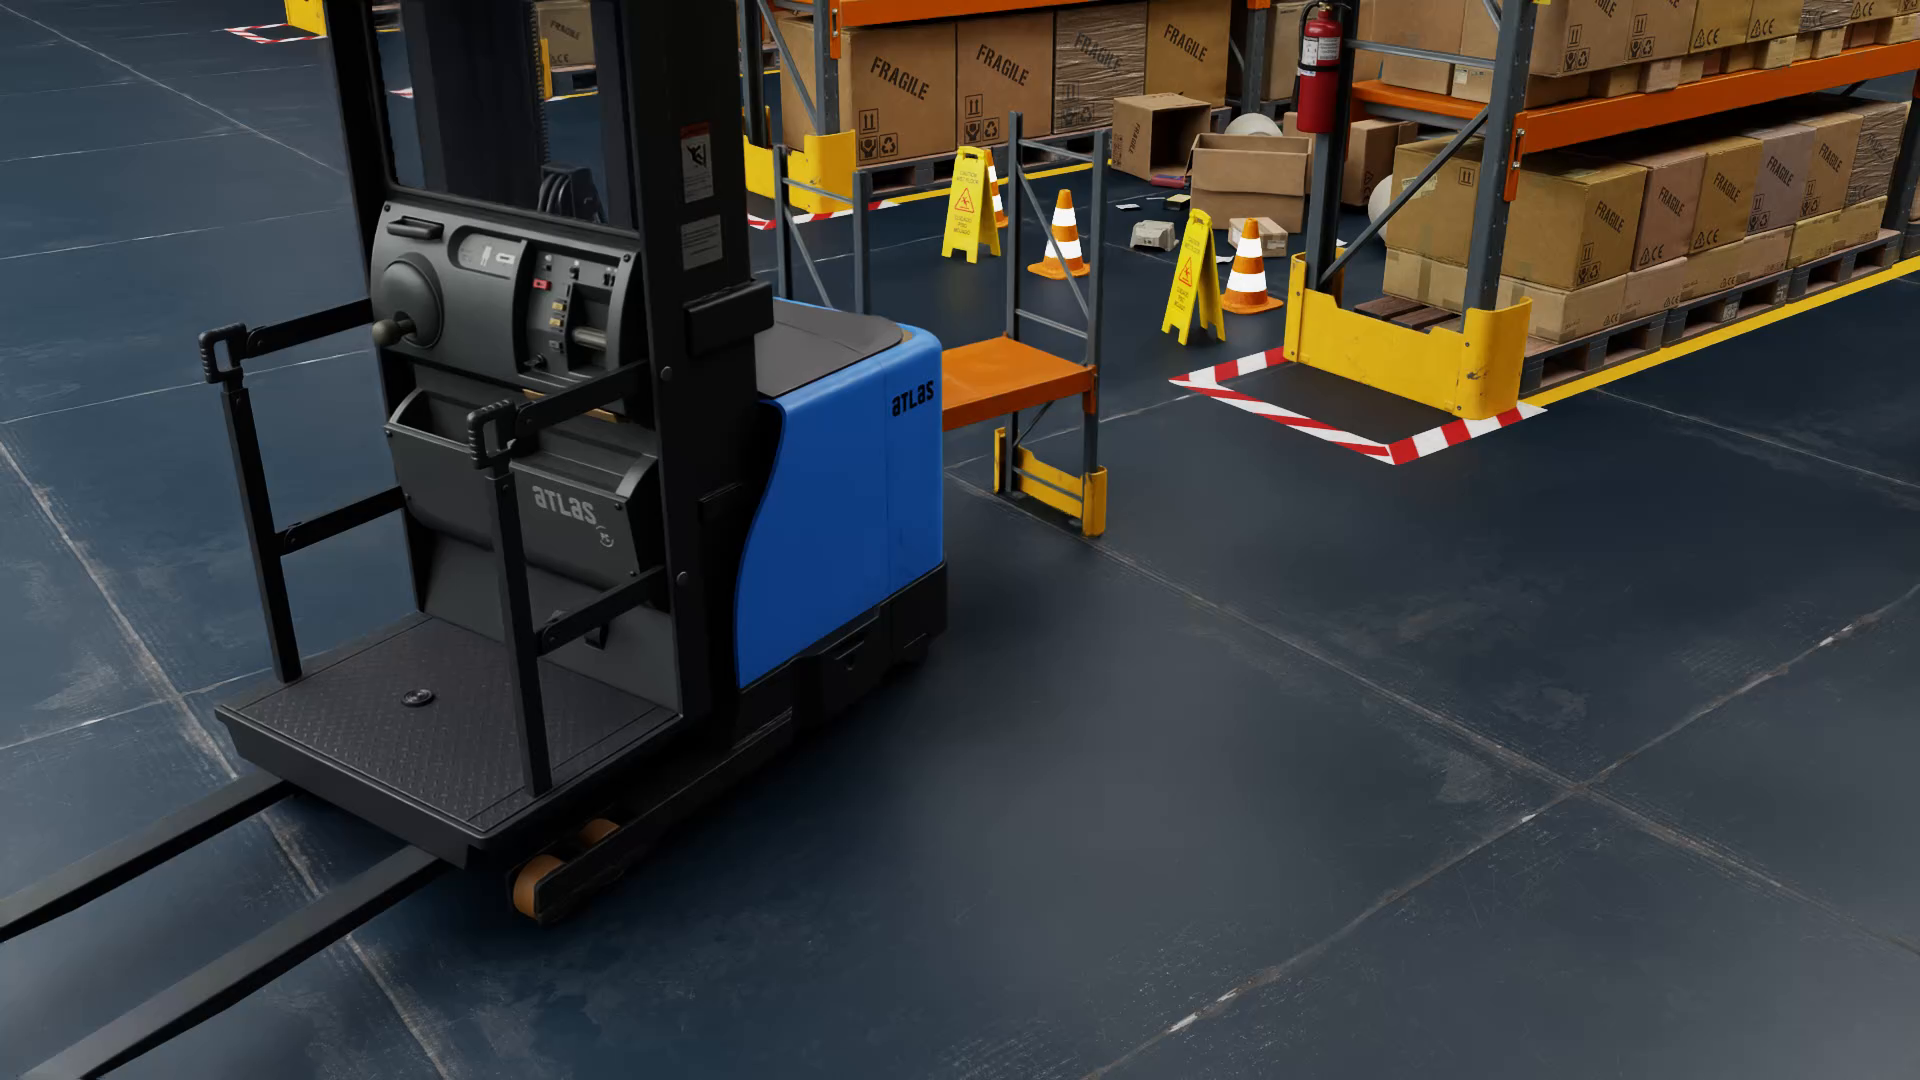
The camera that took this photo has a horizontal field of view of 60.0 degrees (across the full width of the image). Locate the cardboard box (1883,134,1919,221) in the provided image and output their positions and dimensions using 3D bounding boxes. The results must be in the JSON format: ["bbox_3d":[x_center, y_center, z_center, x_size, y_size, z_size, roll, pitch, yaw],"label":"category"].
[{"bbox_3d":[5.562,-2.275,10.211,0.625,0.372,0.950,-18,30,-33],"label":"cardboard box"}]

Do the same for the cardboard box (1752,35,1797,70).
[{"bbox_3d":[3.889,-2.440,8.244,0.250,0.149,0.380,-18,30,-34],"label":"cardboard box"}]

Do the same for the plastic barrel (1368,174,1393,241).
[{"bbox_3d":[2.694,-1.970,9.991,0.421,0.421,0.512,1,25,2],"label":"plastic barrel"}]

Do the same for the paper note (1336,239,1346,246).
[{"bbox_3d":[2.280,-1.824,10.158,0.142,0.019,0.148,-8,26,-16],"label":"paper note"}]

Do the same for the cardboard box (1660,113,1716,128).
[{"bbox_3d":[3.697,-2.082,9.049,0.500,0.500,0.500,-16,30,-31],"label":"cardboard box"}]

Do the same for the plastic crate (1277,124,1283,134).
[{"bbox_3d":[2.688,-3.024,12.475,0.662,0.188,0.450,-3,15,-7],"label":"plastic crate"}]

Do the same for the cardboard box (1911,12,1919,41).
[{"bbox_3d":[5.086,-2.841,9.106,0.250,0.149,0.380,-19,31,-35],"label":"cardboard box"}]

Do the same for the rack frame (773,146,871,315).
[{"bbox_3d":[-0.451,-0.536,5.623,0.032,1.500,0.500,-18,31,-34],"label":"rack frame"}]

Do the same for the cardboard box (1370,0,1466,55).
[{"bbox_3d":[2.260,-2.513,7.629,0.500,0.500,0.500,-19,31,-35],"label":"cardboard box"}]

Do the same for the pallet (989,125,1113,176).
[{"bbox_3d":[0.409,-2.998,12.458,1.213,0.211,1.003,-18,31,-34],"label":"pallet"}]

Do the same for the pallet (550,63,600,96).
[{"bbox_3d":[-3.391,-4.337,15.345,1.213,0.211,1.003,-18,31,-34],"label":"pallet"}]

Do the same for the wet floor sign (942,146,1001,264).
[{"bbox_3d":[0.068,-1.982,9.755,0.267,0.644,0.232,21,32,37],"label":"wet floor sign"}]

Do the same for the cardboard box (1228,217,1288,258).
[{"bbox_3d":[1.788,-1.817,9.987,0.250,0.149,0.380,-3,25,-7],"label":"cardboard box"}]

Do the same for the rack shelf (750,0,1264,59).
[{"bbox_3d":[0.443,-3.907,11.960,4.000,0.370,1.077,-18,31,-34],"label":"rack shelf"}]

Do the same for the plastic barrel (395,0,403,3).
[{"bbox_3d":[-6.303,-6.412,18.960,0.421,0.512,0.421,0,25,0],"label":"plastic barrel"}]

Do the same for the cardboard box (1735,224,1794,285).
[{"bbox_3d":[4.036,-1.568,8.832,0.500,0.250,0.500,-18,30,-33],"label":"cardboard box"}]

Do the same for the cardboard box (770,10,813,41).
[{"bbox_3d":[-1.750,-5.237,16.441,0.500,0.500,0.500,-9,26,-18],"label":"cardboard box"}]

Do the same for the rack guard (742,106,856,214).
[{"bbox_3d":[-1.150,-2.574,11.202,0.348,0.500,1.175,-18,31,-34],"label":"rack guard"}]

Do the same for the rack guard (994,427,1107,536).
[{"bbox_3d":[0.345,-0.234,6.458,0.087,0.250,0.587,-18,31,-34],"label":"rack guard"}]

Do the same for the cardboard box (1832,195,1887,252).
[{"bbox_3d":[4.851,-1.840,9.419,0.500,0.250,0.500,-17,30,-32],"label":"cardboard box"}]

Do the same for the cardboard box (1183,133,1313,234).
[{"bbox_3d":[1.823,-2.263,10.528,0.797,0.503,0.637,5,25,11],"label":"cardboard box"}]

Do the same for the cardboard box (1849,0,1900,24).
[{"bbox_3d":[4.554,-2.986,8.648,0.500,0.500,0.500,-17,30,-32],"label":"cardboard box"}]

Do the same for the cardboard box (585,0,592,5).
[{"bbox_3d":[-3.161,-4.763,15.420,0.500,0.500,0.500,-10,27,-21],"label":"cardboard box"}]

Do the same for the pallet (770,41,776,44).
[{"bbox_3d":[-1.471,-4.971,16.711,1.213,0.211,1.003,-18,31,-34],"label":"pallet"}]

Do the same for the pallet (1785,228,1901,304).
[{"bbox_3d":[4.644,-1.688,9.637,1.213,0.211,1.003,-18,31,-34],"label":"pallet"}]

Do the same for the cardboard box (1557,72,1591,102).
[{"bbox_3d":[2.588,-2.076,7.459,0.250,0.149,0.380,-18,30,-33],"label":"cardboard box"}]

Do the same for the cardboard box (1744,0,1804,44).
[{"bbox_3d":[3.748,-2.715,8.064,0.500,0.500,0.500,-19,31,-35],"label":"cardboard box"}]

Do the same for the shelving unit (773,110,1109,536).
[{"bbox_3d":[-0.046,-0.671,5.914,1.083,1.500,0.587,-18,31,-34],"label":"shelving unit"}]

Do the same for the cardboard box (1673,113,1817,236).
[{"bbox_3d":[4.051,-1.914,8.689,0.500,0.500,0.500,-16,30,-31],"label":"cardboard box"}]

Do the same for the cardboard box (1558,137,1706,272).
[{"bbox_3d":[3.236,-1.645,8.108,0.500,0.500,0.500,-20,31,-36],"label":"cardboard box"}]

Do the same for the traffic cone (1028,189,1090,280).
[{"bbox_3d":[0.593,-1.768,9.510,0.334,0.463,0.336,-18,31,-34],"label":"traffic cone"}]

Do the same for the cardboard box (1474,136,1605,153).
[{"bbox_3d":[2.881,-1.815,8.474,0.500,0.500,0.500,-17,30,-32],"label":"cardboard box"}]

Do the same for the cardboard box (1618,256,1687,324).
[{"bbox_3d":[3.215,-1.291,8.237,0.500,0.250,0.500,-17,30,-32],"label":"cardboard box"}]

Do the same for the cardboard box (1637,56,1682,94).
[{"bbox_3d":[3.075,-2.169,7.659,0.250,0.149,0.380,-18,30,-33],"label":"cardboard box"}]

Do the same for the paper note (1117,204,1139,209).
[{"bbox_3d":[1.118,-2.200,10.957,0.142,0.017,0.144,-8,26,-16],"label":"paper note"}]

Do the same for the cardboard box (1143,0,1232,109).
[{"bbox_3d":[1.479,-3.839,12.985,0.875,0.875,0.875,-18,30,-33],"label":"cardboard box"}]

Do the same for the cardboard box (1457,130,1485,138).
[{"bbox_3d":[2.720,-2.090,8.296,0.250,0.149,0.380,-17,30,-33],"label":"cardboard box"}]

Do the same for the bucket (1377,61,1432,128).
[{"bbox_3d":[3.332,-3.158,11.575,0.620,0.611,0.726,2,23,-21],"label":"bucket"}]

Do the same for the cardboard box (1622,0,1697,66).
[{"bbox_3d":[2.953,-2.447,7.488,0.500,0.500,0.500,-17,30,-33],"label":"cardboard box"}]

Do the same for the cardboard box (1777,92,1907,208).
[{"bbox_3d":[4.851,-2.180,9.261,0.500,0.500,0.500,-19,31,-35],"label":"cardboard box"}]

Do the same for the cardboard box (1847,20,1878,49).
[{"bbox_3d":[4.640,-2.732,8.872,0.250,0.149,0.380,-18,30,-34],"label":"cardboard box"}]

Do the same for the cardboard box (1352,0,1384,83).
[{"bbox_3d":[3.211,-4.363,14.262,0.750,0.750,1.050,-18,31,-34],"label":"cardboard box"}]

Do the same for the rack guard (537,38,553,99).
[{"bbox_3d":[-4.052,-4.269,14.855,0.348,0.500,1.175,-18,31,-34],"label":"rack guard"}]

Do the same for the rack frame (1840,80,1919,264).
[{"bbox_3d":[5.151,-3.139,9.451,0.127,3.000,1.000,-18,31,-34],"label":"rack frame"}]

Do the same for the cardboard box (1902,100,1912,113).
[{"bbox_3d":[6.672,-2.644,11.006,0.625,0.372,0.950,-17,30,-32],"label":"cardboard box"}]

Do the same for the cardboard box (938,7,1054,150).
[{"bbox_3d":[0.053,-3.368,11.968,0.875,0.875,0.875,-19,31,-35],"label":"cardboard box"}]

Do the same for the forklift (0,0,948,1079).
[{"bbox_3d":[-1.288,-0.597,4.056,1.130,2.935,3.031,16,29,31],"label":"forklift"}]

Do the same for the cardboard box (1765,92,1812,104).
[{"bbox_3d":[4.520,-2.359,9.646,0.500,0.500,0.500,-17,30,-32],"label":"cardboard box"}]

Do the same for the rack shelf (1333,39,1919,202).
[{"bbox_3d":[3.577,-2.293,8.483,4.000,0.370,1.077,-18,31,-34],"label":"rack shelf"}]

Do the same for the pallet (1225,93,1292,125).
[{"bbox_3d":[2.578,-3.713,14.000,1.213,0.211,1.003,-18,31,-34],"label":"pallet"}]

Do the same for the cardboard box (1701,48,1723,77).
[{"bbox_3d":[3.429,-2.336,8.018,0.250,0.149,0.380,-17,30,-32],"label":"cardboard box"}]

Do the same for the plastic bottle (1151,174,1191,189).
[{"bbox_3d":[1.478,-2.481,11.523,0.283,0.061,0.133,15,29,29],"label":"plastic bottle"}]

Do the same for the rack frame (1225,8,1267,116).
[{"bbox_3d":[2.017,-4.753,12.928,0.127,3.000,1.000,-18,31,-34],"label":"rack frame"}]

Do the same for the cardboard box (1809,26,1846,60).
[{"bbox_3d":[4.288,-2.576,8.535,0.250,0.149,0.380,-19,31,-35],"label":"cardboard box"}]

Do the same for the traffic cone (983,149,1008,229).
[{"bbox_3d":[0.163,-2.231,10.507,0.334,0.463,0.336,-18,31,-34],"label":"traffic cone"}]

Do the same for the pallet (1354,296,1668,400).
[{"bbox_3d":[2.724,-1.054,8.271,1.213,0.211,1.003,-18,31,-34],"label":"pallet"}]
